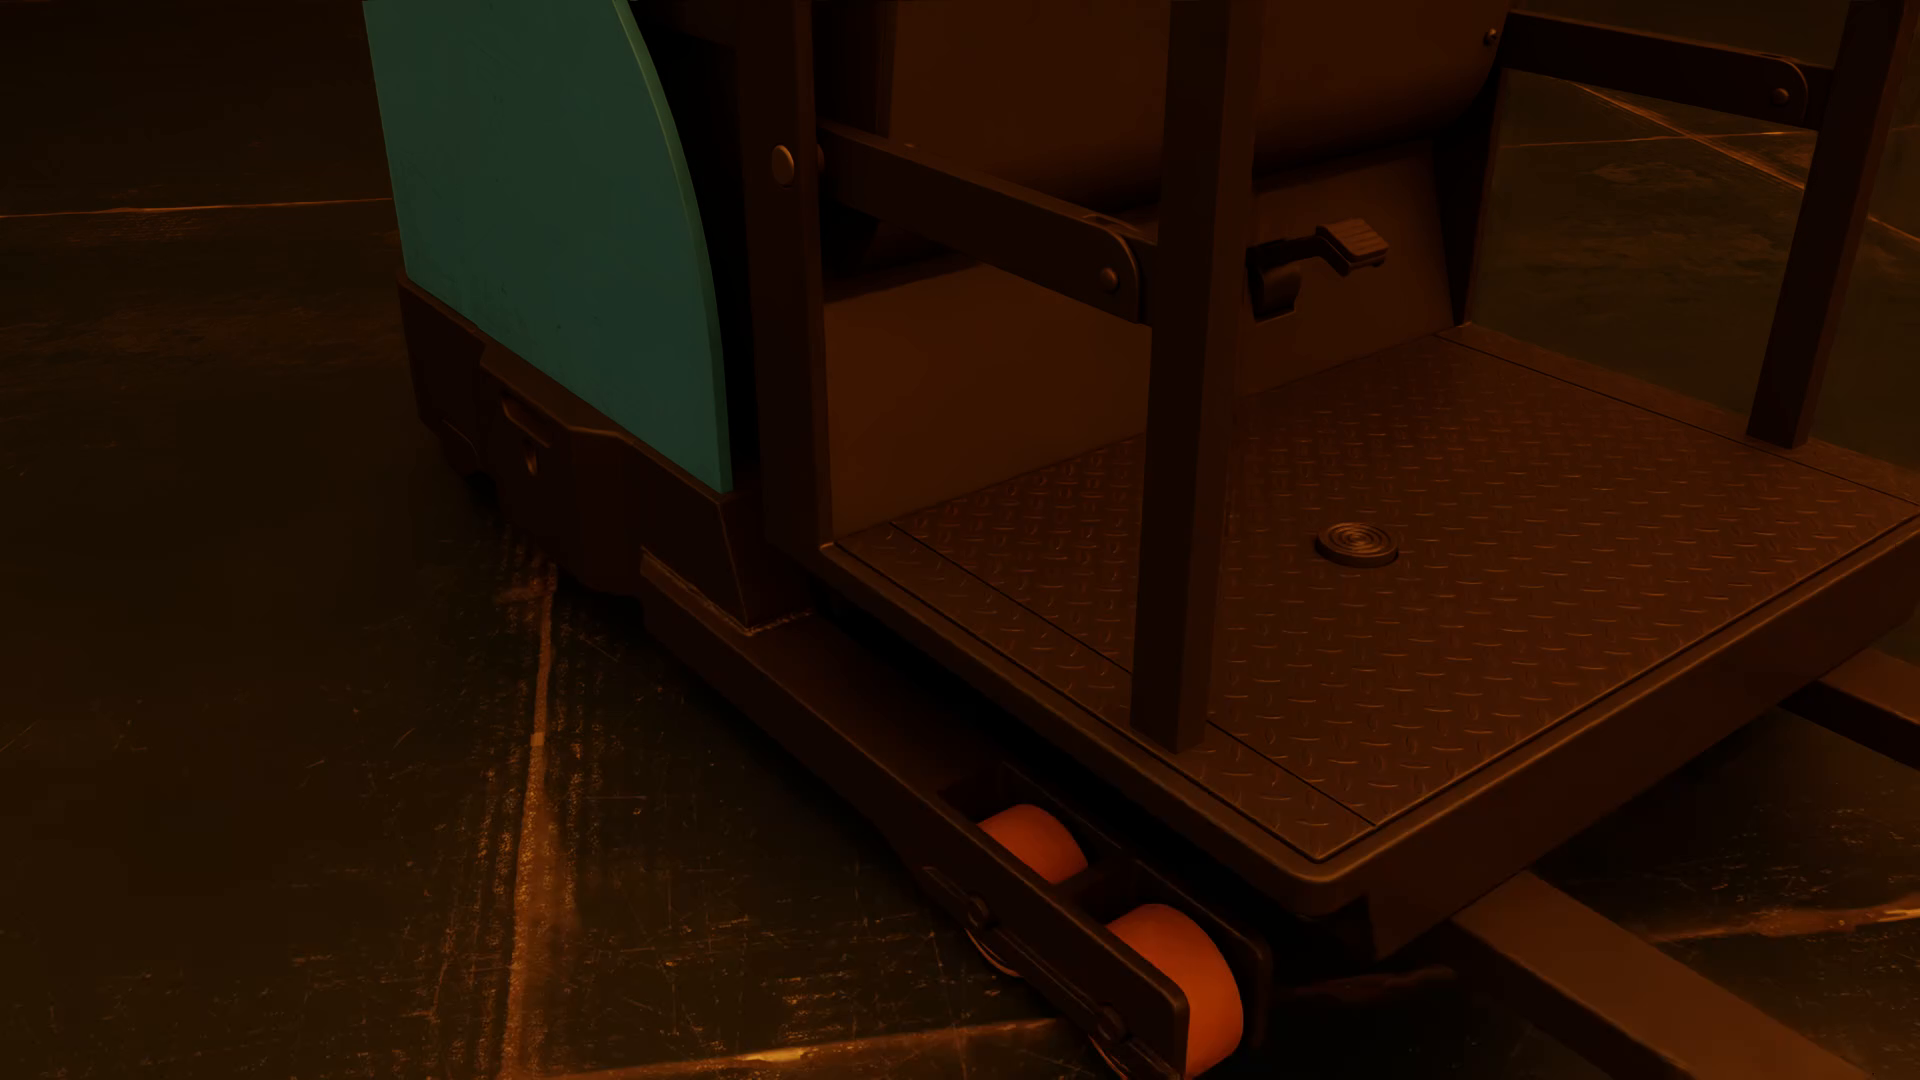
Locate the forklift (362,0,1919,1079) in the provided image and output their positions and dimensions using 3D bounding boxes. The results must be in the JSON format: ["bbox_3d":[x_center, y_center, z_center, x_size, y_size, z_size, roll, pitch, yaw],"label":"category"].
[{"bbox_3d":[0.404,-1.050,1.352,1.130,2.935,3.031,-20,34,-33],"label":"forklift"}]
